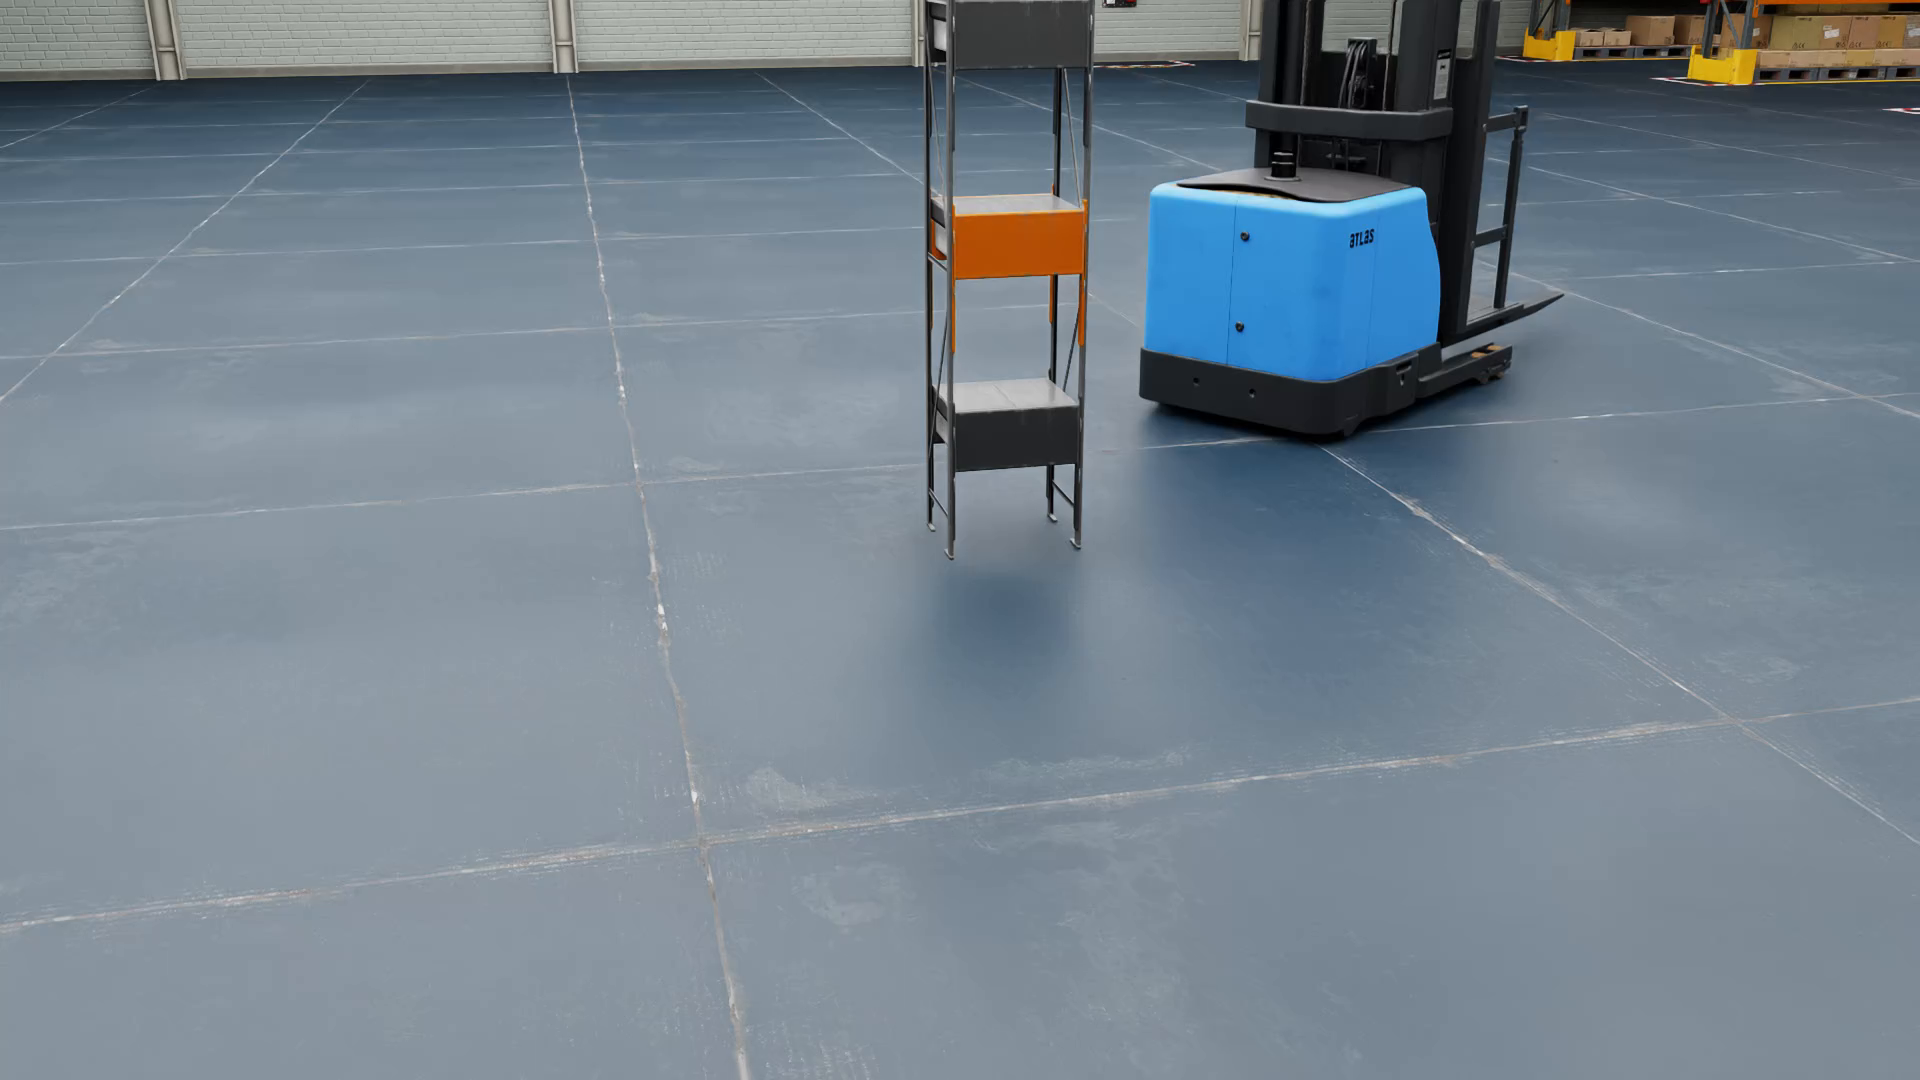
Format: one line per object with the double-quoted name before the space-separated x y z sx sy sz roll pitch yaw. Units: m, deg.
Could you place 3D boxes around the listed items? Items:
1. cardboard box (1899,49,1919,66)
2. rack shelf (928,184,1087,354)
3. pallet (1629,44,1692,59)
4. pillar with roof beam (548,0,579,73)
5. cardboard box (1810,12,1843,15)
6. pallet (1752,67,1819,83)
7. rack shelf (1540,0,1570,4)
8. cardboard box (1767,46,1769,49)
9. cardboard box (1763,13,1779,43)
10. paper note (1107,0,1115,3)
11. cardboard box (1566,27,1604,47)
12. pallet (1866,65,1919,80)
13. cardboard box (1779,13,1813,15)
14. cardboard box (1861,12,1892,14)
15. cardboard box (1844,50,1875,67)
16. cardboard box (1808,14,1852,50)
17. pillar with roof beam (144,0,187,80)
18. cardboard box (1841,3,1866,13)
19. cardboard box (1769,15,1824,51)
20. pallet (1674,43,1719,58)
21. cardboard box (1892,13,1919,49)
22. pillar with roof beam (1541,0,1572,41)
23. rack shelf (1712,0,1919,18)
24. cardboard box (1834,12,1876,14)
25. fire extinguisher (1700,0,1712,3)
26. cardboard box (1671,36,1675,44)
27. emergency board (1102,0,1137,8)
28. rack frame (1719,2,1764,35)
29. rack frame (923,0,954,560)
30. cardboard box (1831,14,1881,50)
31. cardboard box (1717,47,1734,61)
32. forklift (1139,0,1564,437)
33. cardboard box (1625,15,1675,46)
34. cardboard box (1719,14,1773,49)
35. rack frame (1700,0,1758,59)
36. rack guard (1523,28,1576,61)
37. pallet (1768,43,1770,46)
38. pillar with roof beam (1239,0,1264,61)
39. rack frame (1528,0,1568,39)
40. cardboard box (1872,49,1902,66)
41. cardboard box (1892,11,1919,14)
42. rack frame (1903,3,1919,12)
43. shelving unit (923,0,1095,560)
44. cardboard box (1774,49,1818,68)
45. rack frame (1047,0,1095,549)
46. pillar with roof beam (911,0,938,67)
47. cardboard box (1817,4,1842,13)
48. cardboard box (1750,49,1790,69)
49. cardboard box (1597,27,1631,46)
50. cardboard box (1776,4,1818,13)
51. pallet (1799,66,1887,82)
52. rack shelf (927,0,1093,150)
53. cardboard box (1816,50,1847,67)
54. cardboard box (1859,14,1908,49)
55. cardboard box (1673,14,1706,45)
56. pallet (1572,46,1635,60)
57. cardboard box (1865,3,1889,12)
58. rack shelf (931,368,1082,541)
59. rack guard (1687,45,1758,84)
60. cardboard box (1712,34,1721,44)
"cardboard box" 14.734 -7.568 26.001 0.500 0.250 0.500 -5 21 -12
"rack shelf" 0.161 -0.986 5.994 0.480 0.518 0.431 -5 21 -12
"pallet" 12.645 -8.994 30.560 1.213 0.211 1.003 -5 21 -12
"pillar with roof beam" -5.457 -10.446 21.747 0.400 9.000 9.100 -5 21 -12
"cardboard box" 13.641 -8.015 26.131 0.500 0.500 0.500 -5 21 -12
"pallet" 12.466 -7.257 25.818 1.213 0.211 1.003 -5 21 -12
"rack shelf" 12.534 -9.970 30.216 4.000 0.370 1.077 -5 21 -12
"cardboard box" 12.669 -7.583 26.040 0.500 0.250 0.500 -5 21 -12
"cardboard box" 15.193 -9.563 31.053 0.500 0.500 0.700 -4 20 -11
"paper note" 2.629 -9.432 28.983 0.142 0.148 0.016 -5 21 -12
"cardboard box" 11.282 -9.118 30.115 0.500 0.311 0.500 -7 21 -19
"pallet" 14.840 -7.450 26.345 1.213 0.211 1.003 -5 21 -12
"cardboard box" 13.154 -7.976 26.024 0.500 0.500 0.500 -5 21 -12
"cardboard box" 14.616 -8.092 26.341 0.500 0.500 0.500 -5 21 -12
"cardboard box" 13.764 -7.484 25.771 0.500 0.250 0.500 -5 21 -12
"cardboard box" 13.274 -7.802 25.549 0.500 0.500 0.500 -5 21 -12
"pillar with roof beam" -11.296 -9.971 20.451 0.400 9.000 9.100 -5 21 -12
"cardboard box" 16.616 -10.027 31.230 0.500 0.250 0.500 -5 21 -13
"cardboard box" 12.790 -7.758 25.429 0.500 0.500 0.500 -5 21 -12
"pallet" 13.835 -9.092 30.827 1.213 0.211 1.003 -5 21 -12
"cardboard box" 14.734 -7.921 25.873 0.500 0.500 0.500 -5 21 -12
"pillar with roof beam" 12.060 -11.870 25.636 0.400 9.000 9.100 -5 21 -12
"rack shelf" 13.677 -8.312 25.691 4.000 0.370 1.077 -5 21 -12
"cardboard box" 14.127 -8.055 26.240 0.500 0.500 0.500 -5 21 -12
"fire extinguisher" 11.509 -8.601 25.547 0.183 0.674 0.296 -5 21 -12
"cardboard box" 12.919 -9.214 30.612 0.250 0.149 0.380 -6 21 -17
"emergency board" 2.817 -9.837 28.807 0.643 1.169 0.194 -5 21 -12
"rack frame" 14.480 -10.466 30.525 0.127 3.000 1.000 -5 21 -12
"rack frame" -0.076 -0.980 5.936 0.015 2.100 0.400 -5 21 -12
"cardboard box" 13.765 -7.836 25.641 0.500 0.500 0.500 -5 21 -12
"cardboard box" 12.185 -7.539 25.921 0.500 0.250 0.500 -5 21 -12
"forklift" 2.213 -2.270 8.251 1.130 2.935 3.031 17 26 38
"cardboard box" 12.562 -9.293 30.318 0.500 0.500 0.700 -6 21 -16
"cardboard box" 12.185 -7.892 25.794 0.500 0.500 0.500 -5 21 -12
"rack frame" 11.731 -8.492 25.135 0.127 3.000 1.000 -5 21 -12
"rack guard" 10.662 -8.982 30.107 0.348 0.500 1.175 -5 21 -12
"pallet" 15.238 -9.219 31.174 1.213 0.211 1.003 -5 21 -12
"pillar with roof beam" 6.221 -11.395 24.340 0.400 9.000 9.100 -5 21 -12
"rack frame" 10.588 -10.149 29.661 0.127 3.000 1.000 -5 21 -12
"cardboard box" 14.251 -7.524 25.879 0.500 0.250 0.500 -5 21 -12
"cardboard box" 15.100 -8.134 26.457 0.500 0.500 0.500 -5 21 -12
"rack frame" 18.373 -10.783 31.389 0.127 3.000 1.000 -5 21 -12
"shelving unit" 0.161 -0.999 5.989 0.503 2.100 0.431 -5 21 -12
"cardboard box" 12.790 -7.406 25.559 0.500 0.250 0.500 -5 21 -12
"rack frame" 0.399 -1.018 6.042 0.015 2.100 0.400 -5 21 -12
"pillar with roof beam" 0.382 -10.920 23.044 0.400 9.000 9.100 -5 21 -12
"cardboard box" 16.126 -9.993 31.138 0.500 0.250 0.500 -5 21 -14
"cardboard box" 12.304 -7.366 25.448 0.500 0.250 0.500 -5 21 -12
"cardboard box" 11.836 -9.163 30.238 0.500 0.311 0.500 -3 20 -8
"cardboard box" 15.621 -9.951 31.023 0.500 0.250 0.500 -5 21 -14
"pallet" 13.651 -7.352 26.078 1.213 0.211 1.003 -5 21 -12
"rack shelf" 0.161 -1.644 5.753 0.480 0.518 0.431 -5 21 -12
"cardboard box" 13.277 -7.446 25.667 0.500 0.250 0.500 -5 21 -12
"cardboard box" 14.248 -7.880 25.762 0.500 0.500 0.500 -5 21 -12
"cardboard box" 13.479 -9.403 30.618 0.500 0.500 0.500 -6 21 -17
"pallet" 11.460 -8.899 30.300 1.213 0.211 1.003 -5 21 -12
"cardboard box" 17.115 -10.069 31.345 0.500 0.250 0.500 -4 21 -11
"rack shelf" 0.161 -0.329 6.235 0.480 0.518 0.431 -5 21 -12
"rack guard" 11.708 -7.316 25.559 0.348 0.500 1.175 -5 21 -12
"cardboard box" 13.967 -9.290 30.793 0.250 0.166 0.380 -7 21 -20
